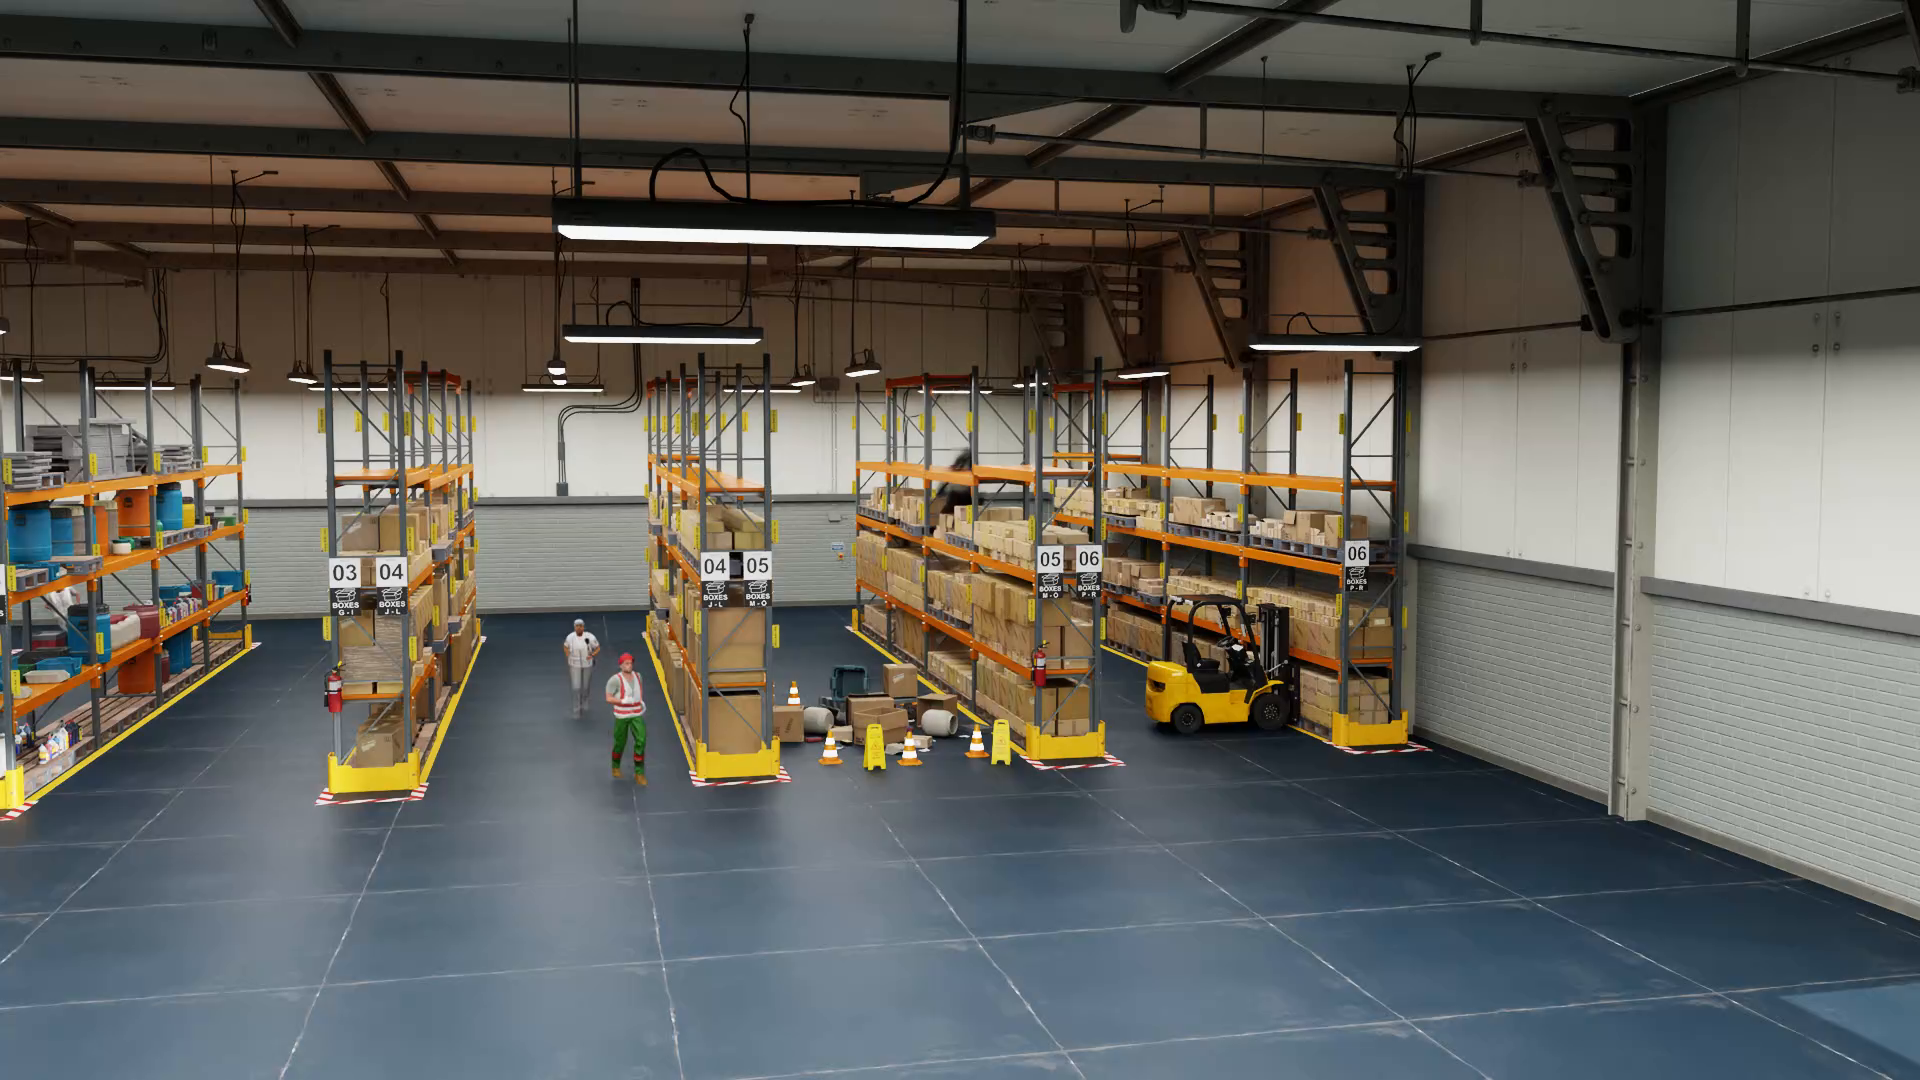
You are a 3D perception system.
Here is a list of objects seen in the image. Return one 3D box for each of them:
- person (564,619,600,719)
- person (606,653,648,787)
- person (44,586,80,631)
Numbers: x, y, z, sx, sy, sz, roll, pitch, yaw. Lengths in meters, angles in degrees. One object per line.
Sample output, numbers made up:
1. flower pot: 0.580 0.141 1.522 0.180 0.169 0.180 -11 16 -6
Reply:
1. person: -6.483 2.208 28.553 0.612 1.736 0.704 -1 4 -13
2. person: -4.644 2.491 23.153 0.655 1.852 0.835 -3 5 -35
3. person: -19.450 1.631 36.202 0.841 1.729 0.709 -2 5 -31
